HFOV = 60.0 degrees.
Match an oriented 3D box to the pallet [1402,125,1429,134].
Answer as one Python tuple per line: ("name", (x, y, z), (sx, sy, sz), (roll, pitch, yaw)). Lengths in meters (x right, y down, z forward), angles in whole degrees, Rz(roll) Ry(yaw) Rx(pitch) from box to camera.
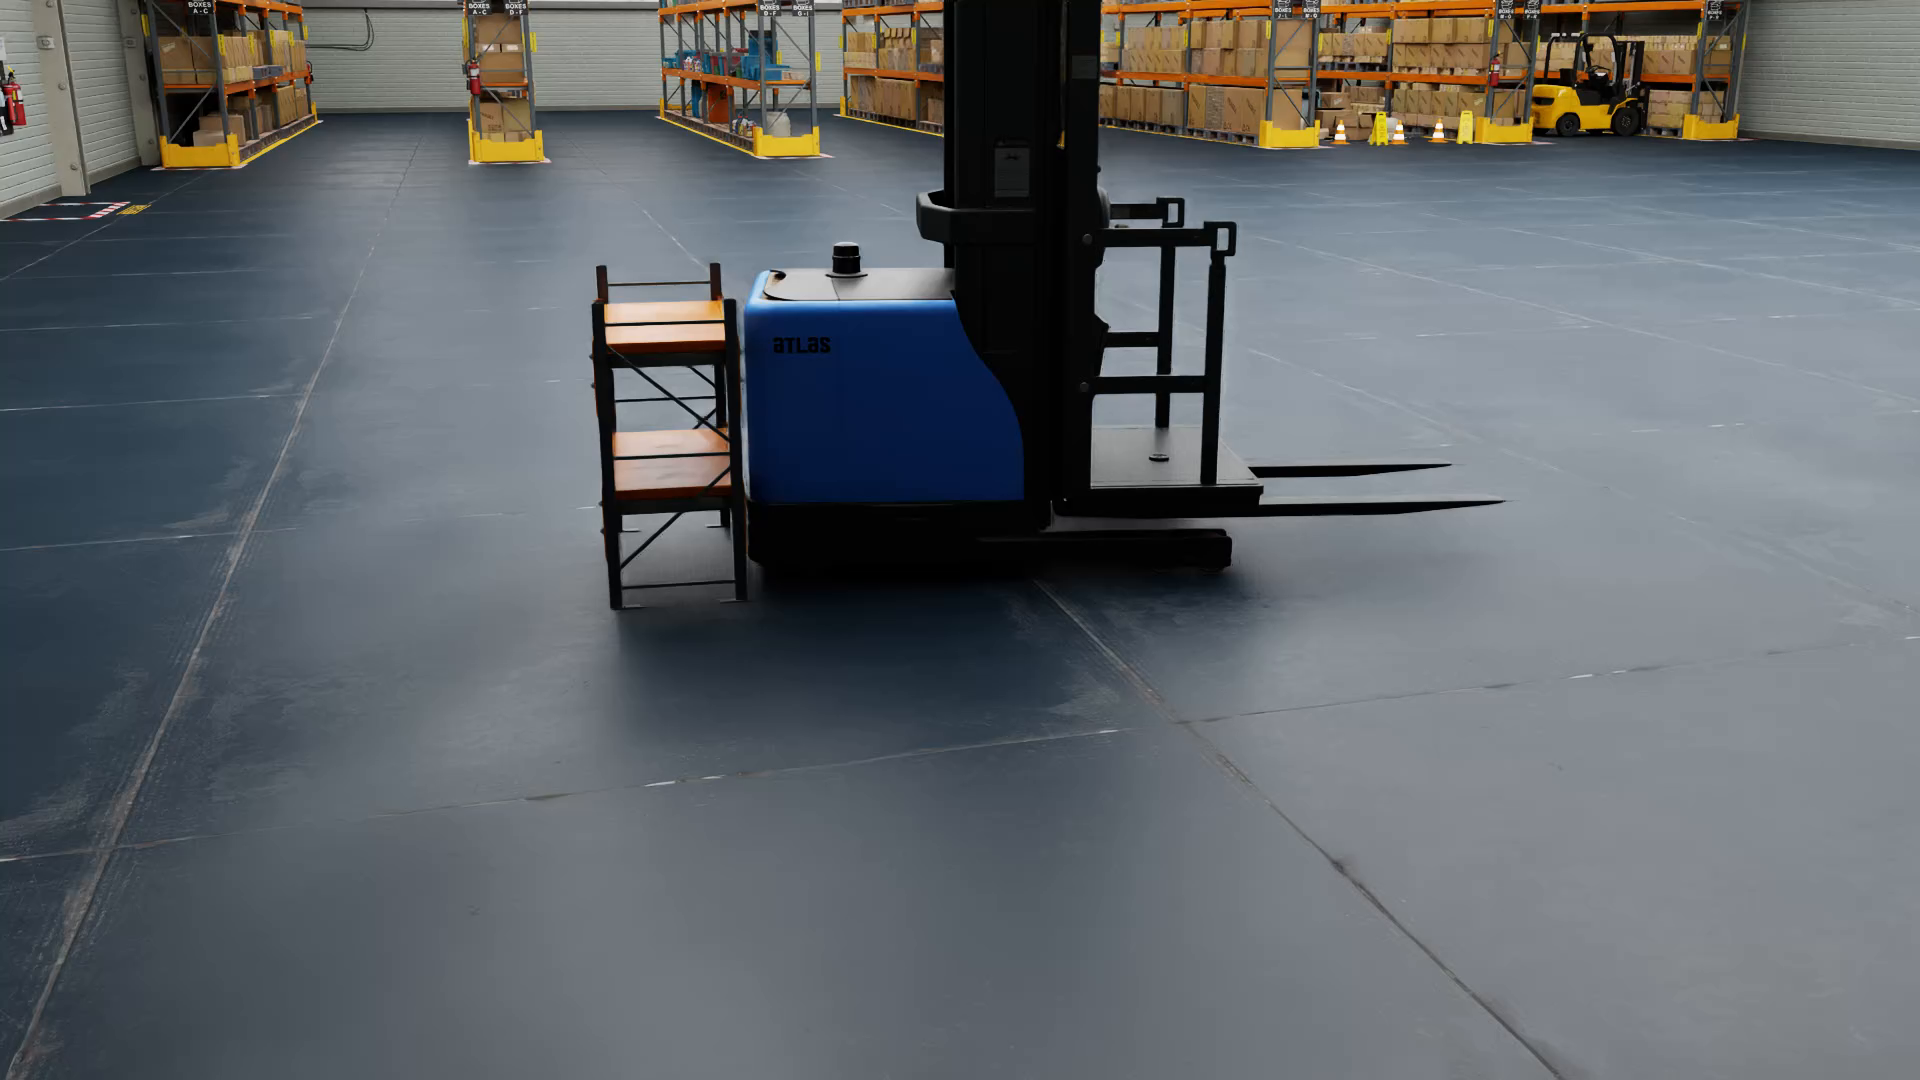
("pallet", (10.318, -9.199, 37.211), (1.003, 0.211, 1.213), (-5, 17, -15))

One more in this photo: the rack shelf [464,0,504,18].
("rack shelf", (-9.504, -10.798, 33.720), (1.077, 0.370, 4.000), (-5, 17, -15))

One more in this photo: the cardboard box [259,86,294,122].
("cardboard box", (-15.364, -9.729, 37.133), (0.750, 0.750, 0.750), (-4, 17, -14))

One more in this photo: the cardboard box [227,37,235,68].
("cardboard box", (-12.586, -8.243, 28.103), (0.500, 0.500, 0.500), (-5, 17, -15))

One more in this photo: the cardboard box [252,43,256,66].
("cardboard box", (-14.181, -9.496, 32.414), (0.700, 0.500, 0.500), (-2, 17, -8))

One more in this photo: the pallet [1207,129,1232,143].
("pallet", (5.841, -8.408, 34.578), (1.003, 0.211, 1.213), (-5, 17, -15))

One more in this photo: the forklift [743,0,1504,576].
("forklift", (0.664, -1.416, 6.571), (3.031, 2.935, 1.130), (-1, 17, -4))

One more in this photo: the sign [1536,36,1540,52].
("sign", (11.721, -10.069, 33.754), (0.100, 0.325, 0.005), (-5, 17, -15))

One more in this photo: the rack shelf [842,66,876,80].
("rack shelf", (-2.177, -12.356, 44.123), (1.077, 0.370, 4.000), (-5, 17, -15))

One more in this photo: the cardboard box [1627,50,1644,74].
("cardboard box", (15.159, -10.592, 36.827), (0.500, 0.500, 0.500), (-5, 17, -15))

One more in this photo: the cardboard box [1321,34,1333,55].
("cardboard box", (9.052, -11.929, 40.031), (0.500, 0.500, 0.500), (-4, 17, -12))

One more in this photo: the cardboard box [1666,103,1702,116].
("cardboard box", (15.536, -9.239, 35.674), (0.500, 0.250, 0.500), (-5, 17, -16))

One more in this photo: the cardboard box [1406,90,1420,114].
("cardboard box", (10.161, -9.630, 36.542), (0.500, 0.500, 0.500), (-4, 17, -13))

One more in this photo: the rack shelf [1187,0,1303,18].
("rack shelf", (5.918, -10.837, 33.853), (1.077, 0.370, 4.000), (-5, 17, -15))

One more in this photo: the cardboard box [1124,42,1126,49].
("cardboard box", (4.188, -12.056, 40.547), (0.380, 0.149, 0.250), (-5, 17, -16))

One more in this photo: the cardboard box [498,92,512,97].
("cardboard box", (-11.866, -11.354, 43.117), (0.500, 0.500, 0.500), (-5, 17, -15))

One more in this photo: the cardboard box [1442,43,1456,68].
("cardboard box", (10.518, -10.208, 35.030), (0.500, 0.500, 0.500), (-5, 17, -16))

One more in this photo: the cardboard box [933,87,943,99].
("cardboard box", (-0.315, -10.231, 38.073), (0.500, 0.250, 0.500), (-4, 17, -13))

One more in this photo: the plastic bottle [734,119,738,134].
("plastic bottle", (-4.410, -8.239, 33.136), (0.152, 0.276, 0.135), (-4, 17, -13))

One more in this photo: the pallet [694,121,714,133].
("pallet", (-5.547, -9.529, 38.307), (1.003, 0.211, 1.213), (-5, 17, -15))

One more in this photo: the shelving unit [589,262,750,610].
("shelving unit", (-1.135, -0.444, 6.474), (0.538, 1.125, 1.048), (-3, 17, -10))

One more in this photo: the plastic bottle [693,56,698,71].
("plastic bottle", (-6.129, -11.067, 38.668), (0.144, 0.351, 0.185), (-5, 17, -15))

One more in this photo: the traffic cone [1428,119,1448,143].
("traffic cone", (9.840, -8.413, 34.157), (0.336, 0.463, 0.334), (-5, 17, -15))

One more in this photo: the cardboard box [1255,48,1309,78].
("cardboard box", (6.322, -9.363, 32.648), (0.875, 0.550, 0.550), (-5, 17, -15))

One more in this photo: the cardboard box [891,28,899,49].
("cardboard box", (-1.266, -12.309, 40.798), (0.797, 0.503, 0.637), (-5, 17, -15))

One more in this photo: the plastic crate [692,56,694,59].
("plastic crate", (-6.632, -12.165, 42.337), (0.437, 0.282, 0.530), (-5, 17, -15))

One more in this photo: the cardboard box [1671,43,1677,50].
("cardboard box", (15.495, -10.582, 35.666), (0.380, 0.149, 0.250), (-4, 17, -14))

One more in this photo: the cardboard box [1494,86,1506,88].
("cardboard box", (13.928, -11.701, 43.180), (0.380, 0.149, 0.250), (-4, 17, -12))

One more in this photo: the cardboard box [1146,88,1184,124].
("cardboard box", (4.849, -9.854, 37.723), (1.050, 0.750, 0.750), (-5, 17, -15))

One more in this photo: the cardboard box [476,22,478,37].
("cardboard box", (-8.413, -9.283, 30.212), (0.700, 0.500, 0.500), (-5, 17, -15))

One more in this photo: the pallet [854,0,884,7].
("pallet", (-2.174, -14.105, 43.636), (1.003, 0.211, 1.213), (-5, 17, -15))

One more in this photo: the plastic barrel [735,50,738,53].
("plastic barrel", (-4.686, -10.319, 35.895), (0.421, 0.512, 0.421), (0, 17, 0))

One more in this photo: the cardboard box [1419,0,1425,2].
("cardboard box", (10.173, -11.720, 35.976), (0.380, 0.149, 0.250), (-4, 17, -14))

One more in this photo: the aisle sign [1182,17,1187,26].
("aisle sign", (6.503, -15.279, 48.085), (0.394, 0.787, 0.004), (-5, 17, -15))

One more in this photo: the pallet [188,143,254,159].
("pallet", (-13.159, -6.903, 29.566), (1.003, 0.211, 1.213), (-5, 17, -15))

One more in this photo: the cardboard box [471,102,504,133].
("cardboard box", (-8.289, -7.414, 29.166), (0.500, 0.500, 0.500), (-5, 17, -15))

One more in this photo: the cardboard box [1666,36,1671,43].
("cardboard box", (15.477, -10.799, 35.871), (0.380, 0.149, 0.250), (-5, 17, -15))

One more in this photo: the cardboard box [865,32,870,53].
("cardboard box", (-2.144, -12.822, 42.864), (0.500, 0.500, 0.500), (-5, 17, -15))

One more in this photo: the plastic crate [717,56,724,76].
("plastic crate", (-4.793, -9.816, 34.443), (0.392, 0.384, 0.575), (-5, 17, -15))

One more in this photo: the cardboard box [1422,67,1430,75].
("cardboard box", (10.220, -10.131, 35.900), (0.380, 0.149, 0.250), (-5, 17, -15))

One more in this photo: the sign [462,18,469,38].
("sign", (-8.381, -8.675, 28.193), (0.100, 0.325, 0.005), (-5, 17, -15))

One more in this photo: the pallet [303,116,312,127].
("pallet", (-16.388, -10.192, 40.514), (1.003, 0.211, 1.213), (-5, 17, -15))

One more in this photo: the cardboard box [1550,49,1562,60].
("cardboard box", (14.342, -11.536, 39.535), (0.500, 0.250, 0.500), (-5, 17, -17))

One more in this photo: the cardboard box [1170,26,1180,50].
("cardboard box", (5.083, -11.104, 36.794), (0.700, 0.500, 0.500), (-5, 17, -16))

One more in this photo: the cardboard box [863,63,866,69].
("cardboard box", (-2.309, -12.370, 43.356), (0.380, 0.149, 0.250), (-4, 17, -14))

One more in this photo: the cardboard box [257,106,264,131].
("cardboard box", (-14.538, -8.533, 33.725), (0.700, 0.500, 0.500), (-5, 17, -15))

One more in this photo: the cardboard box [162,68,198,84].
("cardboard box", (-12.932, -7.705, 27.614), (0.500, 0.250, 0.500), (-4, 17, -14))

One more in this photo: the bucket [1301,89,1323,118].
("bucket", (7.622, -9.603, 36.757), (0.726, 0.611, 0.620), (1, 7, 4))

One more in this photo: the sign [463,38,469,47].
("sign", (-9.474, -9.623, 31.900), (0.100, 0.325, 0.005), (-5, 17, -15))

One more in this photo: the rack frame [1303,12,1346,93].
("rack frame", (9.000, -11.824, 41.102), (1.000, 3.000, 0.127), (-5, 17, -15))

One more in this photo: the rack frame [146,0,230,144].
("rack frame", (-12.617, -7.653, 27.216), (1.000, 3.000, 0.127), (-5, 17, -15))

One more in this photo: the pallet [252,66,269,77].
("pallet", (-14.233, -9.230, 32.798), (1.003, 0.211, 1.213), (-5, 17, -15))

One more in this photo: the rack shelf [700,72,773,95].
("rack shelf", (-4.741, -9.752, 35.452), (1.077, 0.370, 4.000), (-5, 17, -15))
